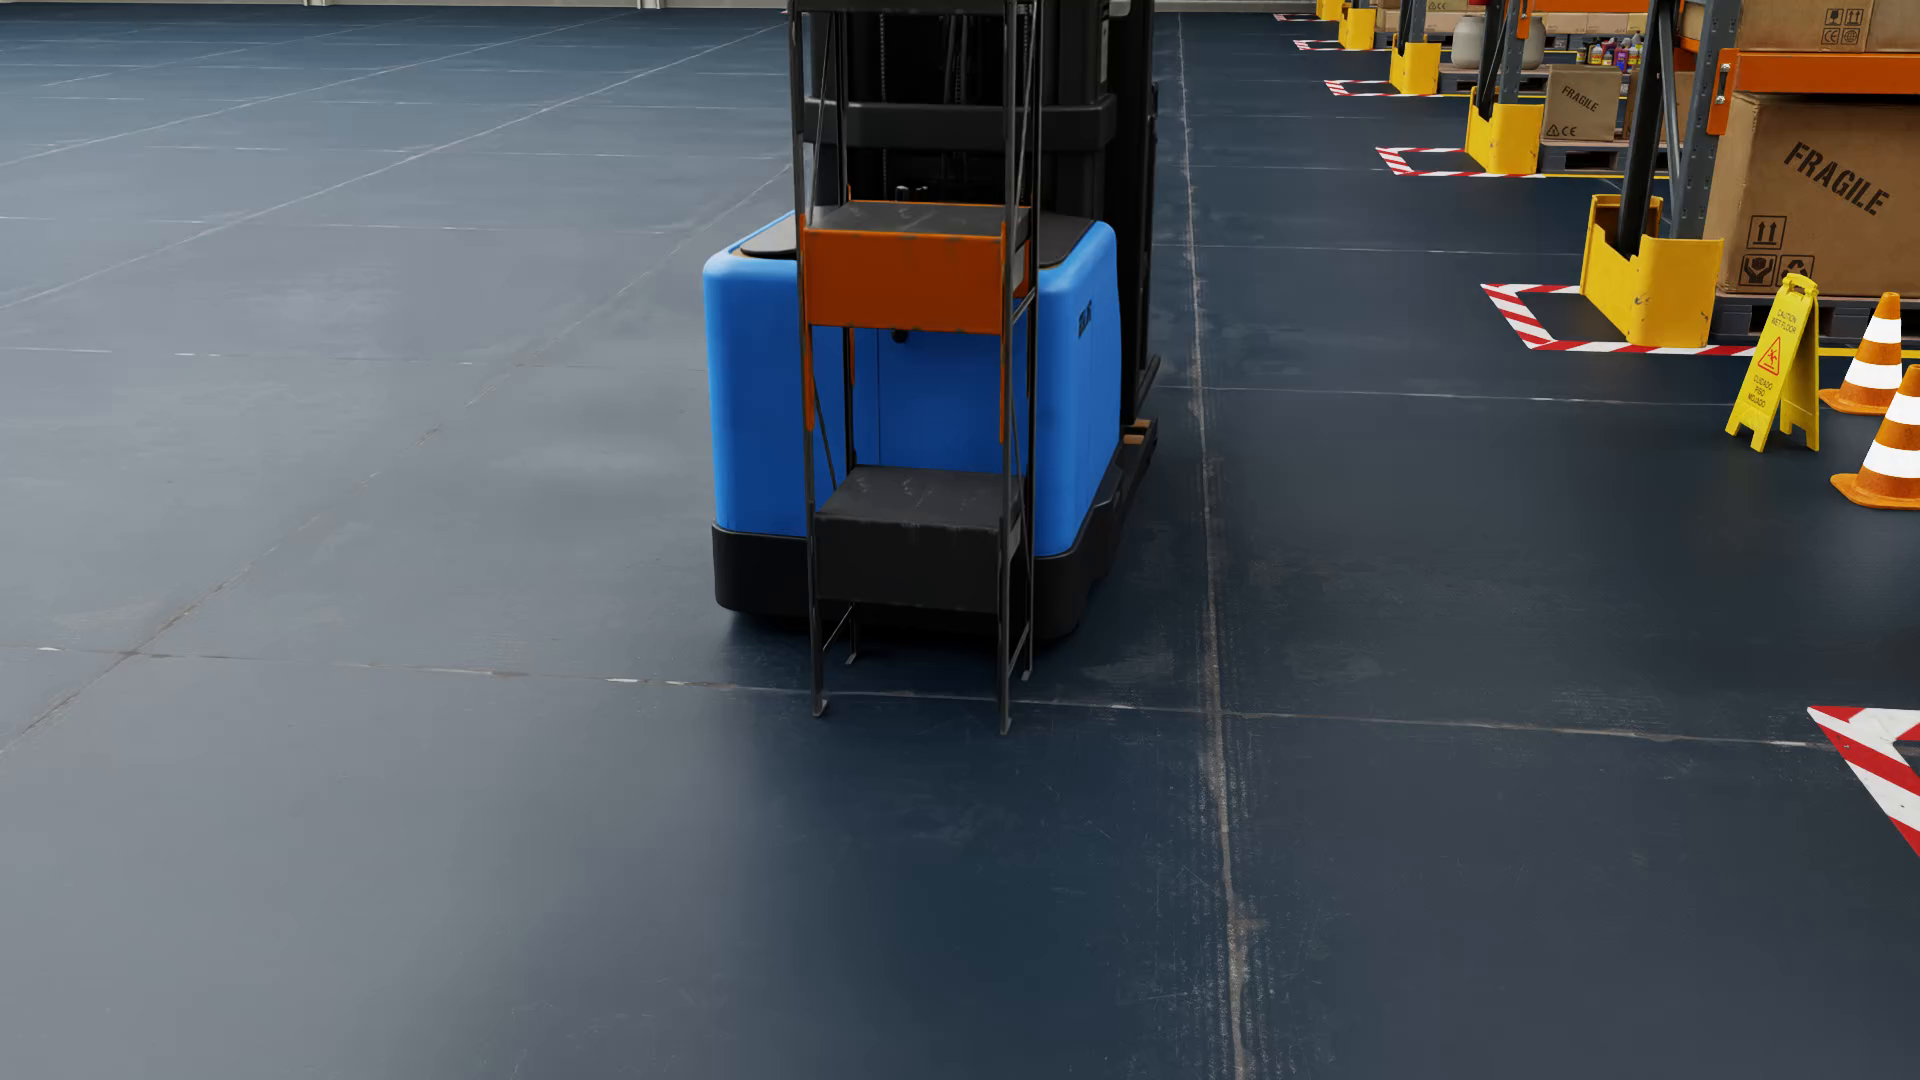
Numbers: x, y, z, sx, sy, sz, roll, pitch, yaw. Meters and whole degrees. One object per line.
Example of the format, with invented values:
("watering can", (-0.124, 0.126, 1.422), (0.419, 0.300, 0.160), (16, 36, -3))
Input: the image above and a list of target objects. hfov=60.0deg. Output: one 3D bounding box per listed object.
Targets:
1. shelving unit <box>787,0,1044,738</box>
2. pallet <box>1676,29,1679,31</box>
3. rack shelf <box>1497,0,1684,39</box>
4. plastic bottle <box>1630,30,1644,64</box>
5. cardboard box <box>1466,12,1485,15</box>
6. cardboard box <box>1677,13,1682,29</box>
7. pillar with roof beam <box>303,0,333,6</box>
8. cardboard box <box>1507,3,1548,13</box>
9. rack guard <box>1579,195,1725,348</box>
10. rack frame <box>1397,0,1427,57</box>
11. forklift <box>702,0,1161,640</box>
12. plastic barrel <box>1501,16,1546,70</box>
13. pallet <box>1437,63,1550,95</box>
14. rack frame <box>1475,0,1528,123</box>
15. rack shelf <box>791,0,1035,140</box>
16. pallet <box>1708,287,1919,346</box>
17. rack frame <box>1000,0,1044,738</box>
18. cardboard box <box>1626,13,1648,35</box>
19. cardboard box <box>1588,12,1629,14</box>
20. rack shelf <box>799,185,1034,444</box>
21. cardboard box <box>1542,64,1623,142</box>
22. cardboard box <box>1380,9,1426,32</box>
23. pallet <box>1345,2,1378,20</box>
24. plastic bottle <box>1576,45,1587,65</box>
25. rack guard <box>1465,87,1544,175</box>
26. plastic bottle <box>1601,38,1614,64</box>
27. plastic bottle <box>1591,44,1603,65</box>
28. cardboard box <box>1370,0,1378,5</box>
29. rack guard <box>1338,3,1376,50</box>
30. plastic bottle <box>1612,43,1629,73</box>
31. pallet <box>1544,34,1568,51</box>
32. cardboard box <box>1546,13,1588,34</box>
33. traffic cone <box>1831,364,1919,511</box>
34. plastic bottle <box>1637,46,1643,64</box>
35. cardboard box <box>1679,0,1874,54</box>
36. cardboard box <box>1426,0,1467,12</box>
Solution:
("shelving unit", (-0.090, -0.570, 4.025), (0.503, 2.100, 0.431), (4, 22, 11))
("pallet", (9.946, -6.432, 21.423), (1.213, 0.211, 1.003), (2, 22, 6))
("rack shelf", (6.054, -3.882, 12.158), (4.000, 0.370, 1.077), (2, 22, 6))
("plastic bottle", (7.076, -5.132, 17.346), (0.185, 0.351, 0.144), (3, 22, 9))
("cardboard box", (6.737, -6.690, 21.450), (0.500, 0.250, 0.500), (2, 22, 6))
("cardboard box", (9.655, -6.751, 21.605), (0.500, 0.250, 0.500), (2, 22, 6))
("pillar with roof beam", (-11.768, -12.011, 23.581), (0.400, 9.000, 9.100), (2, 22, 6))
("cardboard box", (7.233, -7.015, 21.252), (0.500, 0.500, 0.500), (2, 22, 6))
("rack guard", (3.360, -1.335, 8.137), (0.348, 0.500, 1.175), (2, 22, 6))
("rack frame", (4.651, -6.111, 16.818), (0.127, 3.000, 1.000), (2, 22, 6))
("forklift", (0.118, -1.600, 5.501), (1.130, 2.935, 3.031), (5, 22, 12))
("plastic barrel", (5.811, -5.128, 17.142), (0.421, 0.512, 0.421), (0, 22, 0))
("pallet", (5.538, -4.791, 17.272), (1.213, 0.211, 1.003), (2, 22, 6))
("rack frame", (4.068, -4.303, 12.244), (0.127, 3.000, 1.000), (2, 22, 6))
("rack shelf", (-0.090, -1.208, 3.773), (0.480, 0.518, 0.431), (4, 22, 11))
("pallet", (4.187, -1.194, 8.172), (1.213, 0.211, 1.003), (2, 22, 6))
("rack frame", (0.148, -0.551, 3.978), (0.015, 2.100, 0.400), (4, 22, 11))
("cardboard box", (8.723, -6.604, 21.232), (0.500, 0.250, 0.500), (2, 22, 6))
("cardboard box", (8.228, -6.978, 21.159), (0.500, 0.500, 0.500), (2, 22, 6))
("rack shelf", (-0.090, -0.557, 4.030), (0.480, 0.518, 0.431), (4, 22, 11))
("cardboard box", (4.686, -3.303, 12.543), (0.500, 0.500, 0.500), (7, 23, 16))
("cardboard box", (5.744, -6.732, 21.557), (0.500, 0.250, 0.500), (2, 22, 6))
("pallet", (6.695, -8.380, 26.350), (1.213, 0.211, 1.003), (2, 22, 6))
("plastic bottle", (6.526, -5.095, 17.456), (0.097, 0.201, 0.097), (0, 22, 0))
("rack guard", (4.143, -3.137, 12.696), (0.348, 0.500, 1.175), (2, 22, 6))
("plastic bottle", (6.773, -5.109, 17.389), (0.135, 0.276, 0.152), (3, 22, 7))
("plastic bottle", (6.415, -4.855, 16.753), (0.097, 0.271, 0.097), (0, 22, 0))
("cardboard box", (6.493, -8.620, 26.222), (0.500, 0.311, 0.500), (0, 22, 0))
("rack guard", (5.214, -6.758, 21.855), (0.348, 0.500, 1.175), (2, 22, 6))
("plastic bottle", (6.637, -4.844, 16.709), (0.133, 0.283, 0.061), (3, 22, 7))
("pallet", (7.210, -6.552, 21.724), (1.213, 0.211, 1.003), (2, 22, 6))
("cardboard box", (7.730, -6.645, 21.337), (0.500, 0.250, 0.500), (2, 22, 6))
("traffic cone", (3.273, -0.378, 5.765), (0.334, 0.463, 0.336), (2, 22, 6))
("plastic bottle", (6.854, -4.836, 16.704), (0.097, 0.271, 0.097), (0, 22, 0))
("cardboard box", (3.758, -2.567, 7.649), (0.550, 0.550, 0.875), (2, 22, 6))
("cardboard box", (6.240, -7.060, 21.366), (0.500, 0.500, 0.500), (2, 22, 6))
